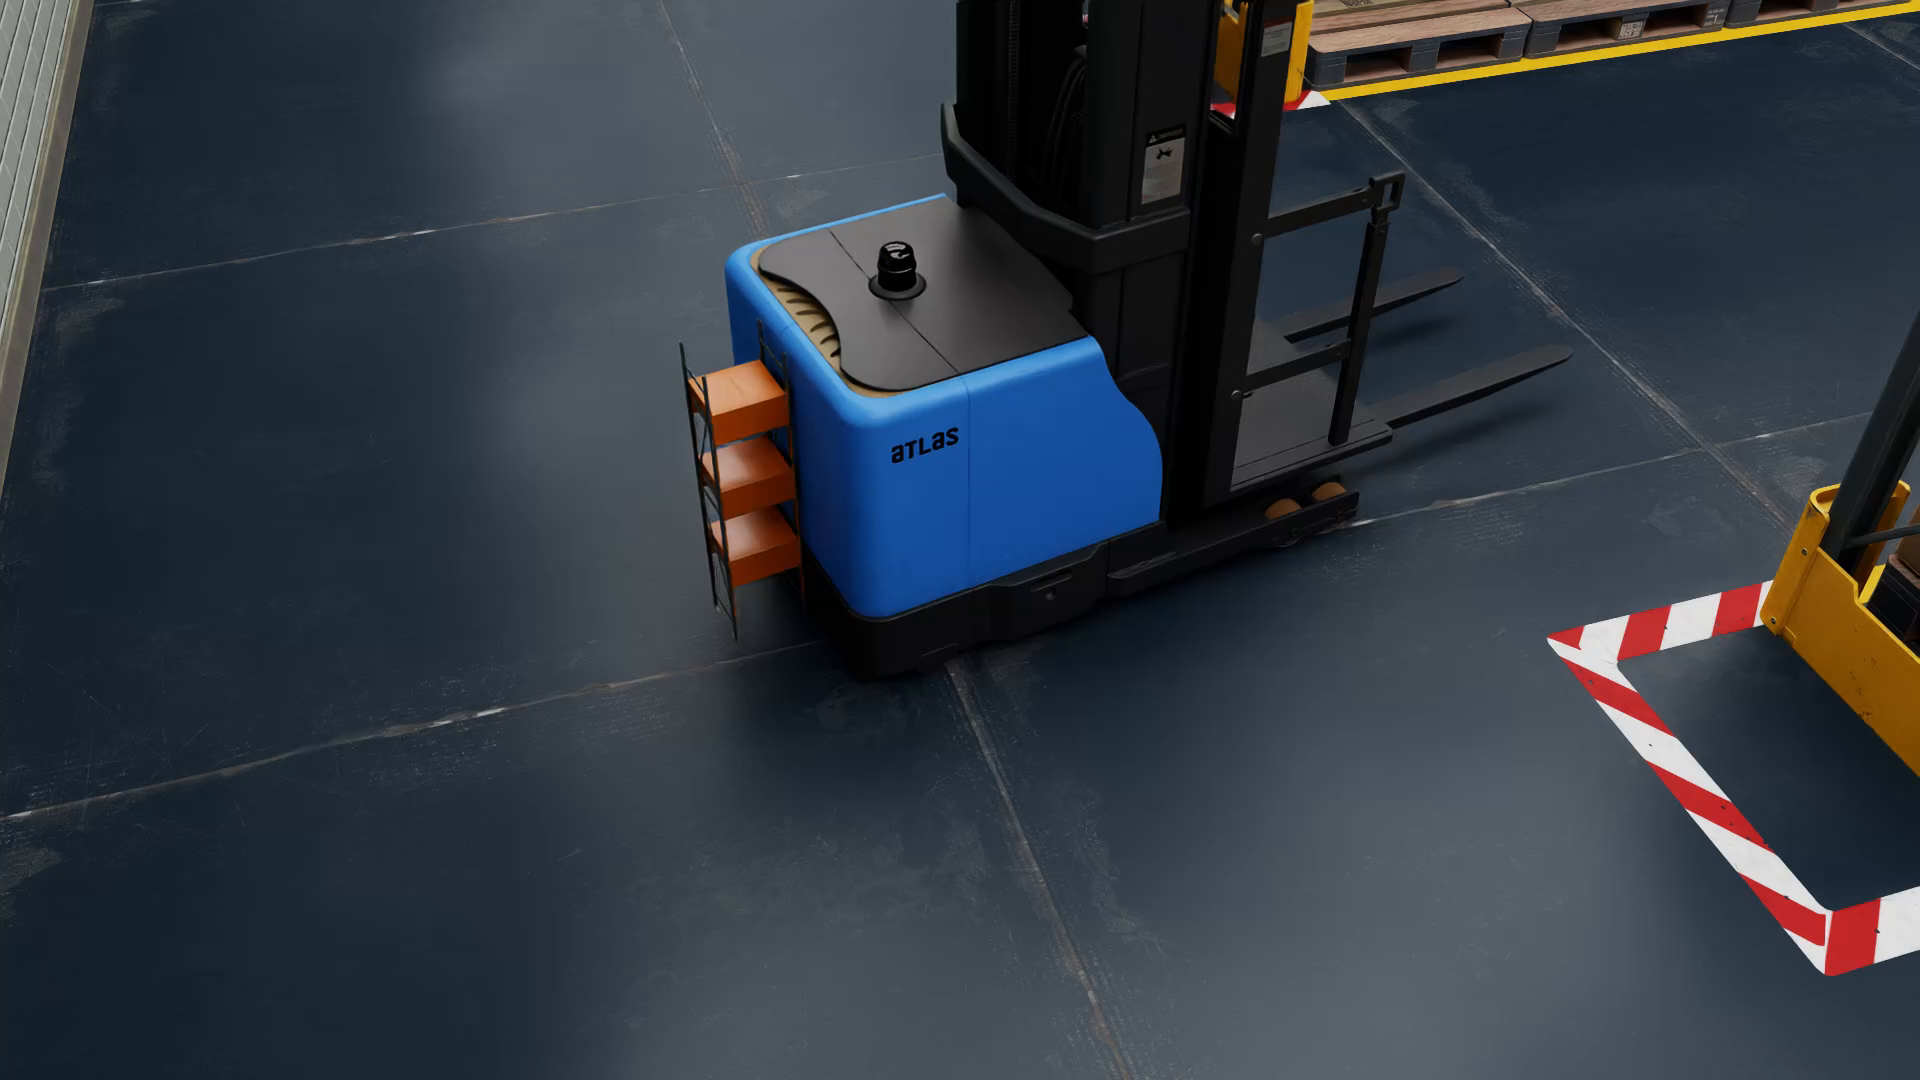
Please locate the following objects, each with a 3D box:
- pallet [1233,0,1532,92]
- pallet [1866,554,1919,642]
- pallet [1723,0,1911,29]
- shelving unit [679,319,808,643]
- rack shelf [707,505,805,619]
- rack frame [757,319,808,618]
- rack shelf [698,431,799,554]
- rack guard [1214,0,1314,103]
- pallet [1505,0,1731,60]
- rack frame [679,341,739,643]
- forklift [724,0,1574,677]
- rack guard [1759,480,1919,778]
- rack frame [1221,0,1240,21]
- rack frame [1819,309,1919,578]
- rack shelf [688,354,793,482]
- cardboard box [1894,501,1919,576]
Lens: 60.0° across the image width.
[{"bbox_3d":[2.190,-2.748,8.735,1.213,0.211,1.003,-12,42,-13],"label":"pallet"},{"bbox_3d":[3.708,0.327,5.216,1.213,0.211,1.003,-12,42,-13],"label":"pallet"},{"bbox_3d":[4.517,-3.231,9.287,1.213,0.211,1.003,-12,42,-13],"label":"pallet"},{"bbox_3d":[-0.656,-0.159,5.135,0.252,1.050,0.215,-19,45,-21],"label":"shelving unit"},{"bbox_3d":[-0.656,0.058,5.324,0.240,0.259,0.215,-19,45,-21],"label":"rack shelf"},{"bbox_3d":[-0.548,-0.197,5.177,0.008,1.050,0.200,-19,45,-21],"label":"rack frame"},{"bbox_3d":[-0.656,-0.152,5.142,0.240,0.259,0.215,-19,45,-21],"label":"rack shelf"},{"bbox_3d":[1.372,-2.706,8.467,0.348,0.500,1.175,-12,42,-13],"label":"rack guard"},{"bbox_3d":[3.351,-2.987,9.008,1.213,0.211,1.003,-12,42,-13],"label":"pallet"},{"bbox_3d":[-0.764,-0.122,5.092,0.008,1.050,0.200,-19,45,-21],"label":"rack frame"},{"bbox_3d":[0.802,-1.368,5.088,3.031,2.935,1.130,-19,45,-21],"label":"forklift"},{"bbox_3d":[2.948,0.376,4.940,0.348,0.500,1.175,-12,42,-13],"label":"rack guard"},{"bbox_3d":[1.391,-3.660,7.659,0.127,3.000,1.000,-12,42,-13],"label":"rack frame"},{"bbox_3d":[2.876,-0.551,4.100,0.127,3.000,1.000,-12,42,-13],"label":"rack frame"},{"bbox_3d":[-0.656,-0.365,4.955,0.240,0.259,0.215,-19,45,-21],"label":"rack shelf"},{"bbox_3d":[3.320,-0.037,5.078,0.500,0.500,0.500,-12,42,-13],"label":"cardboard box"}]
